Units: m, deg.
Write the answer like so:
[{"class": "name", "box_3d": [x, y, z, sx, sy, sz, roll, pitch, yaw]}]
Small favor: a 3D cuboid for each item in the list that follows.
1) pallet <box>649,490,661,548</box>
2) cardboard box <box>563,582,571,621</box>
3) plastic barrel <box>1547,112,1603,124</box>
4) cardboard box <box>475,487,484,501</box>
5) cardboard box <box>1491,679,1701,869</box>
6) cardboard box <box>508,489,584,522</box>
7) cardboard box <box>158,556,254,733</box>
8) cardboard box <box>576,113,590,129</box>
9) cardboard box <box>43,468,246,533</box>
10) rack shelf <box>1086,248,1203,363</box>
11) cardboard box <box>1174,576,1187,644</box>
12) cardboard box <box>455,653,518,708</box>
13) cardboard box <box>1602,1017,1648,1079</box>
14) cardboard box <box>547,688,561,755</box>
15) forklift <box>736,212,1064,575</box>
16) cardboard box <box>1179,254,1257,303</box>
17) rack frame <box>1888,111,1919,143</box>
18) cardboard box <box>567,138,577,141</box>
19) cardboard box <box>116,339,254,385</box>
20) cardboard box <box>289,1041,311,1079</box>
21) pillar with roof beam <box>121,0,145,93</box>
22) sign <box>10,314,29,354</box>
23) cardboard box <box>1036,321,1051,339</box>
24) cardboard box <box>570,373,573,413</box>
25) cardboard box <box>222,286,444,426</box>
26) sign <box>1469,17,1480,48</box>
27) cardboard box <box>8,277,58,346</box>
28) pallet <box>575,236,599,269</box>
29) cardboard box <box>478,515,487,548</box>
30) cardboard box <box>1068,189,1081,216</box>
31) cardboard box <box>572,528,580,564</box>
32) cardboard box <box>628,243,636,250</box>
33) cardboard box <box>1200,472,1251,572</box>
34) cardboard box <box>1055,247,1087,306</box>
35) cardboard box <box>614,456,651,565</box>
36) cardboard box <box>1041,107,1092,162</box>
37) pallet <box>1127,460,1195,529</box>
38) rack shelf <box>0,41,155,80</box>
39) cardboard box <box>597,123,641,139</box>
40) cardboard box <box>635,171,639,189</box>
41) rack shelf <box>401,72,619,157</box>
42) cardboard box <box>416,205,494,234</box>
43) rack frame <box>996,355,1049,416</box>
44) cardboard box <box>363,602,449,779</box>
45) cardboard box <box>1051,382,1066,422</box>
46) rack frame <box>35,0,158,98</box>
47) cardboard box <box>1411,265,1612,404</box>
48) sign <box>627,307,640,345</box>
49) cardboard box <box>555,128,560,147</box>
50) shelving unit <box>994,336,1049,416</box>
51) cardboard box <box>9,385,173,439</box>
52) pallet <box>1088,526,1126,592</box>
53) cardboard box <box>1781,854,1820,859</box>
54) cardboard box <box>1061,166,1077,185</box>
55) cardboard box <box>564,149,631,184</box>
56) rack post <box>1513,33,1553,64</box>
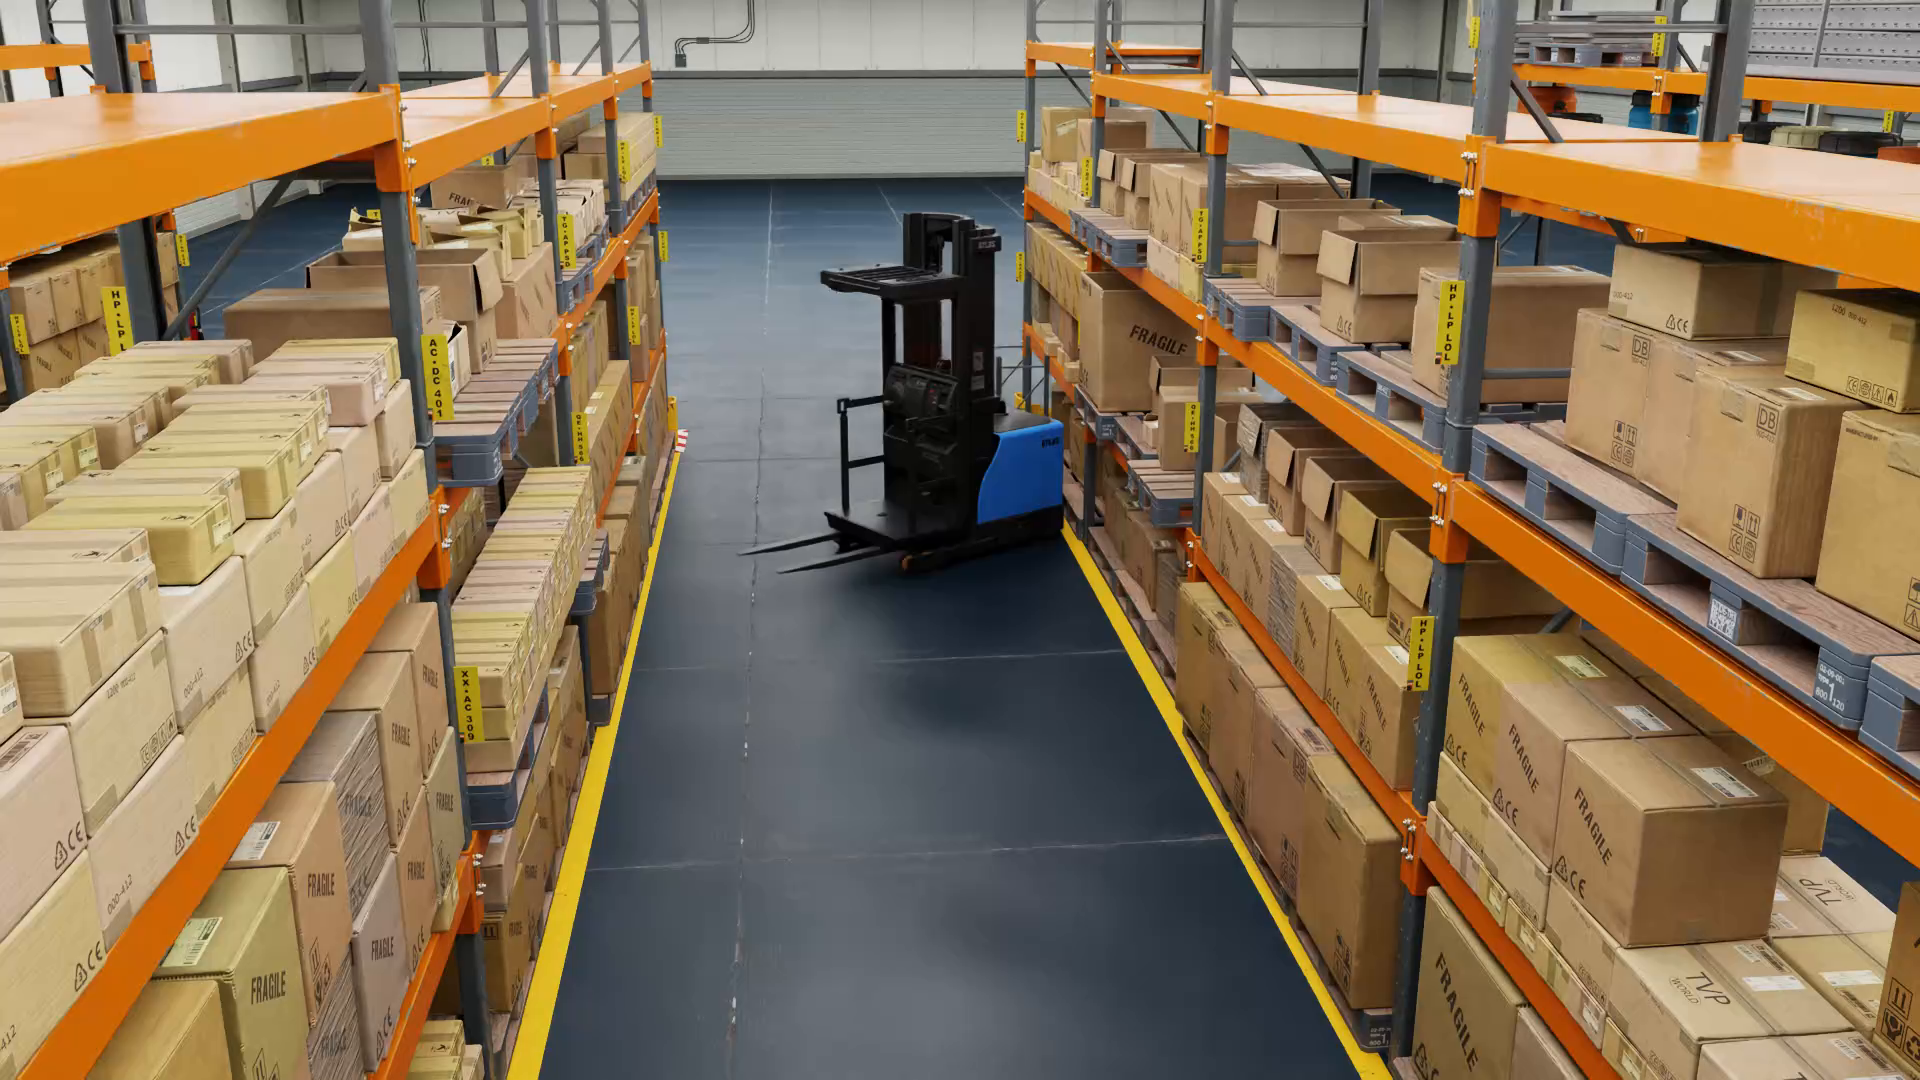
[{"class": "pallet", "box_3d": [-3.327, -0.193, 15.440, 1.003, 0.211, 1.213, -2, 18, -6]}, {"class": "cardboard box", "box_3d": [-2.278, 0.332, 8.831, 0.380, 0.149, 0.250, -1, 17, -4]}, {"class": "plastic barrel", "box_3d": [6.376, -4.148, 17.358, 0.600, 0.588, 0.600, 0, 17, 0]}, {"class": "cardboard box", "box_3d": [-3.058, -0.322, 9.920, 0.380, 0.149, 0.250, -2, 18, -6]}, {"class": "cardboard box", "box_3d": [2.281, 0.835, 6.011, 0.500, 0.500, 0.500, -2, 18, -6]}, {"class": "cardboard box", "box_3d": [-2.356, -0.182, 9.475, 0.380, 0.149, 0.250, -1, 17, -4]}, {"class": "cardboard box", "box_3d": [-1.970, 0.237, 3.821, 0.500, 0.250, 0.500, -2, 17, -5]}, {"class": "cardboard box", "box_3d": [-4.021, -4.317, 17.132, 0.380, 0.149, 0.250, -2, 17, -5]}, {"class": "cardboard box", "box_3d": [-2.026, -0.075, 4.150, 0.380, 0.149, 0.250, -1, 17, -4]}, {"class": "rack shelf", "box_3d": [1.824, -1.910, 12.445, 1.077, 0.370, 4.000, -2, 18, -6]}, {"class": "cardboard box", "box_3d": [1.941, 0.558, 11.831, 0.700, 0.500, 0.500, -3, 18, -9]}, {"class": "cardboard box", "box_3d": [-2.084, 0.593, 7.005, 0.380, 0.149, 0.250, -1, 17, -3]}, {"class": "cardboard box", "box_3d": [2.305, 1.648, 5.338, 0.380, 0.149, 0.250, -2, 18, -7]}, {"class": "cardboard box", "box_3d": [-2.482, 1.029, 9.111, 0.500, 0.250, 0.500, -1, 17, -4]}, {"class": "forklift", "box_3d": [-0.509, -1.279, 14.357, 3.031, 2.935, 1.130, -14, 22, -37]}, {"class": "cardboard box", "box_3d": [1.737, -1.720, 10.889, 0.500, 0.250, 0.500, -2, 18, -6]}, {"class": "rack frame", "box_3d": [11.059, -5.777, 18.553, 1.000, 3.000, 0.127, -2, 18, -6]}, {"class": "cardboard box", "box_3d": [-3.787, -3.633, 15.619, 0.500, 0.250, 0.500, -2, 18, -6]}, {"class": "cardboard box", "box_3d": [-2.712, -0.605, 5.839, 0.380, 0.149, 0.250, -2, 18, -7]}, {"class": "cardboard box", "box_3d": [-1.978, 1.644, 4.270, 0.500, 0.500, 0.500, -2, 17, -5]}, {"class": "pillar with roof beam", "box_3d": [-11.988, -10.272, 32.871, 9.100, 9.000, 0.400, -2, 18, -6]}, {"class": "sign", "box_3d": [-7.688, -1.682, 13.594, 0.100, 0.325, 0.005, -2, 18, -6]}, {"class": "cardboard box", "box_3d": [1.015, -2.247, 17.747, 0.380, 0.149, 0.250, -2, 18, -6]}, {"class": "cardboard box", "box_3d": [-3.003, -0.912, 11.239, 0.700, 0.500, 0.500, -2, 18, -6]}, {"class": "cardboard box", "box_3d": [-2.431, -0.707, 6.544, 0.700, 0.500, 0.500, -2, 18, -6]}, {"class": "sign", "box_3d": [5.584, -5.509, 18.051, 0.100, 0.325, 0.005, -2, 18, -6]}, {"class": "cardboard box", "box_3d": [-8.069, -1.916, 13.939, 0.700, 0.500, 0.500, -2, 18, -6]}, {"class": "pallet", "box_3d": [-3.151, -1.967, 11.742, 1.003, 0.211, 1.213, -1, 17, -3]}, {"class": "cardboard box", "box_3d": [-3.068, -0.044, 10.027, 0.380, 0.149, 0.250, -2, 18, -6]}, {"class": "cardboard box", "box_3d": [1.268, -3.061, 15.162, 0.500, 0.250, 0.500, -1, 17, -4]}, {"class": "cardboard box", "box_3d": [-2.325, 0.040, 9.263, 0.380, 0.149, 0.250, -2, 18, -6]}, {"class": "cardboard box", "box_3d": [-3.668, -2.629, 16.491, 0.875, 0.550, 0.550, -2, 18, -6]}, {"class": "cardboard box", "box_3d": [1.810, -0.120, 10.386, 0.500, 0.500, 0.500, -1, 17, -4]}, {"class": "cardboard box", "box_3d": [1.194, -2.508, 15.824, 0.500, 0.500, 0.500, -2, 18, -6]}, {"class": "cardboard box", "box_3d": [-3.173, -0.239, 13.986, 1.050, 0.750, 0.750, -2, 18, -6]}, {"class": "cardboard box", "box_3d": [1.090, -4.018, 16.462, 0.500, 0.500, 0.500, -2, 18, -6]}, {"class": "pallet", "box_3d": [1.851, -0.343, 11.583, 1.213, 0.211, 1.003, -2, 18, -6]}, {"class": "rack shelf", "box_3d": [-8.446, -4.225, 14.817, 1.077, 0.370, 4.000, -2, 18, -6]}, {"class": "cardboard box", "box_3d": [-3.182, -3.807, 15.506, 0.380, 0.149, 0.250, -2, 18, -6]}, {"class": "cardboard box", "box_3d": [-3.132, -3.276, 15.147, 0.380, 0.149, 0.250, -2, 18, -7]}, {"class": "rack shelf", "box_3d": [-3.120, -3.027, 11.664, 1.077, 0.370, 4.000, -2, 18, -6]}, {"class": "cardboard box", "box_3d": [-3.320, -2.042, 10.945, 0.500, 0.311, 0.500, -2, 18, -6]}, {"class": "rack frame", "box_3d": [0.596, -1.020, 15.922, 0.500, 1.500, 0.032, -2, 18, -7]}, {"class": "cardboard box", "box_3d": [-2.183, 0.554, 6.072, 0.500, 0.500, 0.500, -2, 18, -8]}, {"class": "cardboard box", "box_3d": [1.253, -1.431, 18.198, 0.500, 0.500, 0.500, 1, 17, 5]}, {"class": "rack frame", "box_3d": [-8.652, -5.165, 16.607, 1.000, 3.000, 0.127, -2, 18, -6]}, {"class": "cardboard box", "box_3d": [2.373, -0.886, 7.115, 0.700, 0.500, 0.500, -1, 17, -4]}, {"class": "sign", "box_3d": [-2.787, -1.829, 14.194, 0.100, 0.325, 0.005, -2, 18, -6]}, {"class": "cardboard box", "box_3d": [-3.758, -3.558, 14.715, 0.380, 0.149, 0.250, -1, 17, -5]}, {"class": "shelving unit", "box_3d": [0.528, -1.168, 16.394, 0.587, 1.500, 1.083, -2, 18, -7]}, {"class": "cardboard box", "box_3d": [-2.653, -0.371, 5.094, 0.380, 0.149, 0.250, -2, 18, -7]}, {"class": "pallet", "box_3d": [1.700, 0.145, 14.364, 1.003, 0.211, 1.213, -2, 18, -6]}, {"class": "cardboard box", "box_3d": [2.805, 1.173, 6.187, 0.500, 0.250, 0.500, -1, 17, -4]}, {"class": "cardboard box", "box_3d": [1.156, -3.448, 15.729, 0.380, 0.149, 0.250, -1, 17, -3]}, {"class": "cardboard box", "box_3d": [-3.098, -3.198, 14.235, 0.500, 0.250, 0.500, -2, 18, -5]}, {"class": "rack post", "box_3d": [6.083, -5.157, 17.415, 0.937, 0.300, 0.954, 0, 17, 0]}]
